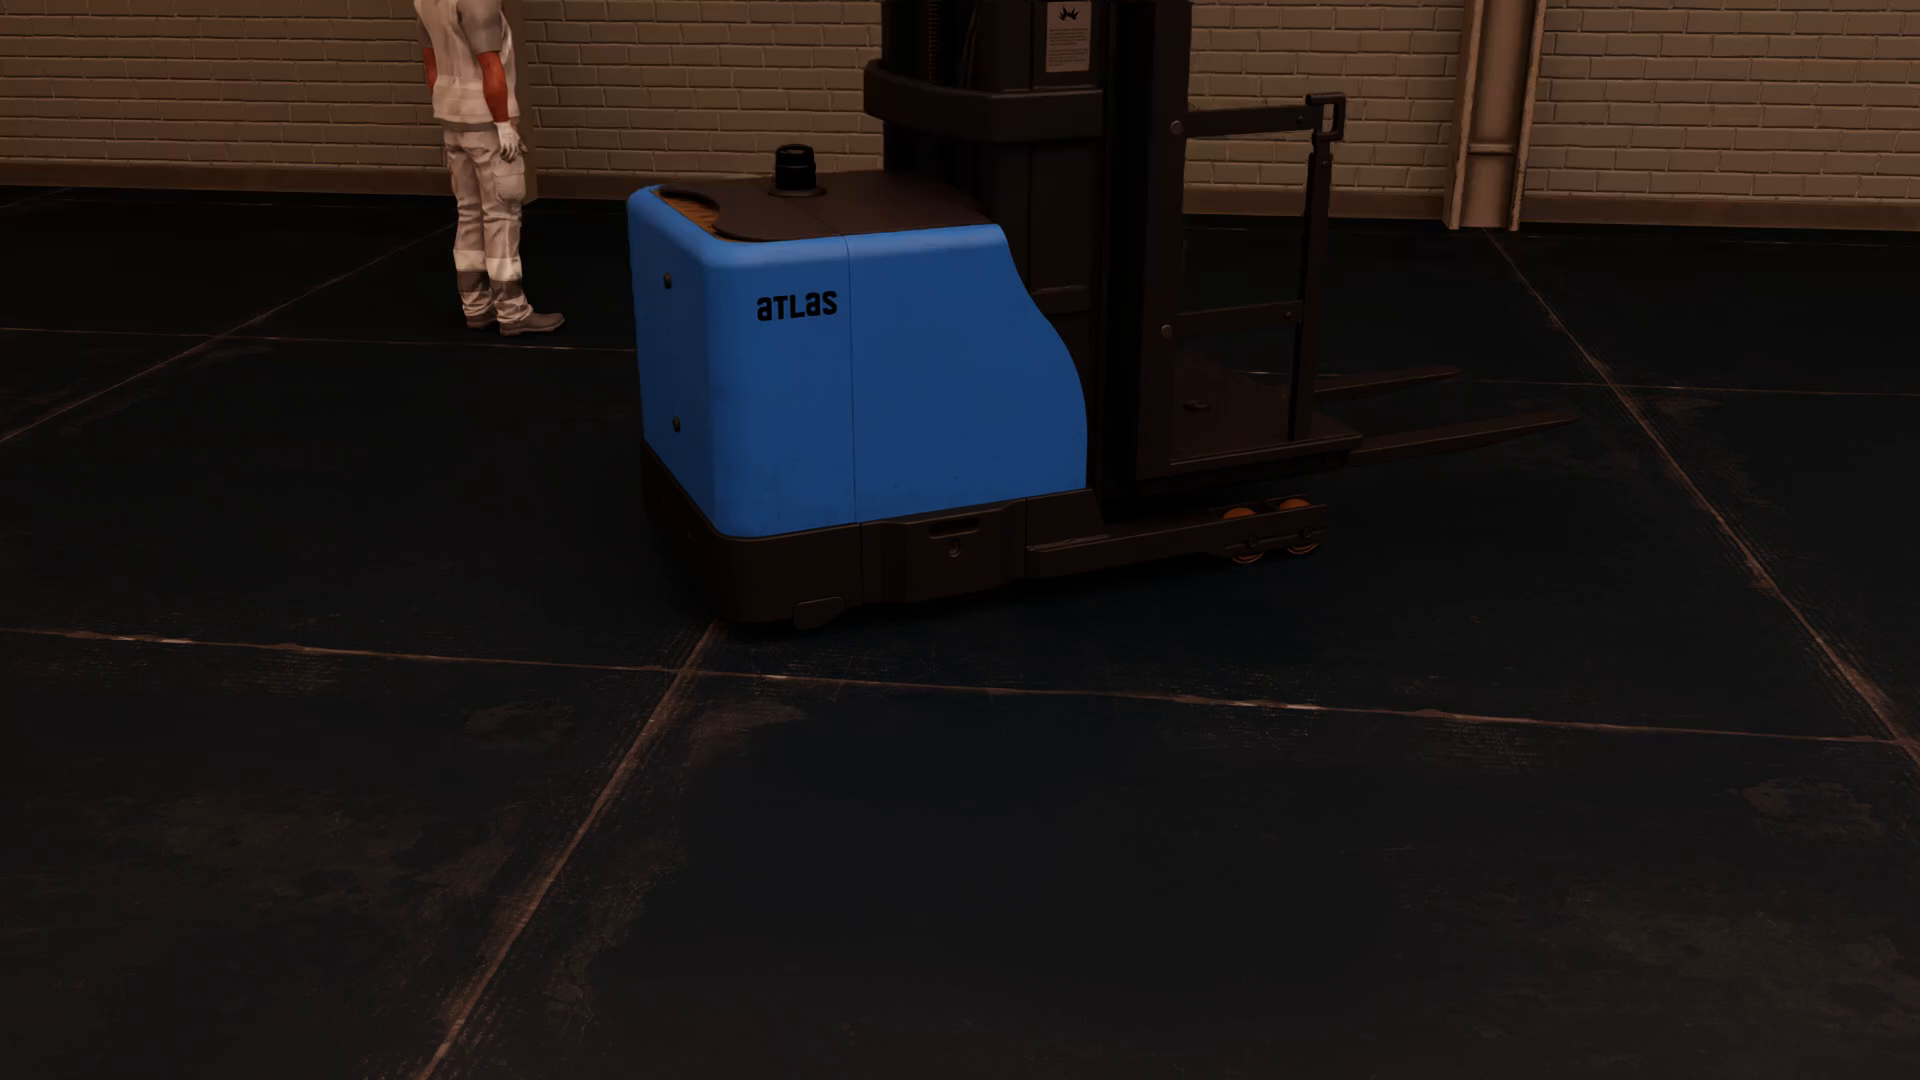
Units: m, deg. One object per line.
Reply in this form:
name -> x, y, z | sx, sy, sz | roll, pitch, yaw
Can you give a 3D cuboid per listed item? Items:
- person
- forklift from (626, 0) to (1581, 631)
person -> -2.083, -1.807, 7.269 | 0.525, 1.795, 0.367 | 18, 28, 38
forklift -> 0.573, -1.459, 4.877 | 3.031, 2.935, 1.130 | -9, 24, -21
